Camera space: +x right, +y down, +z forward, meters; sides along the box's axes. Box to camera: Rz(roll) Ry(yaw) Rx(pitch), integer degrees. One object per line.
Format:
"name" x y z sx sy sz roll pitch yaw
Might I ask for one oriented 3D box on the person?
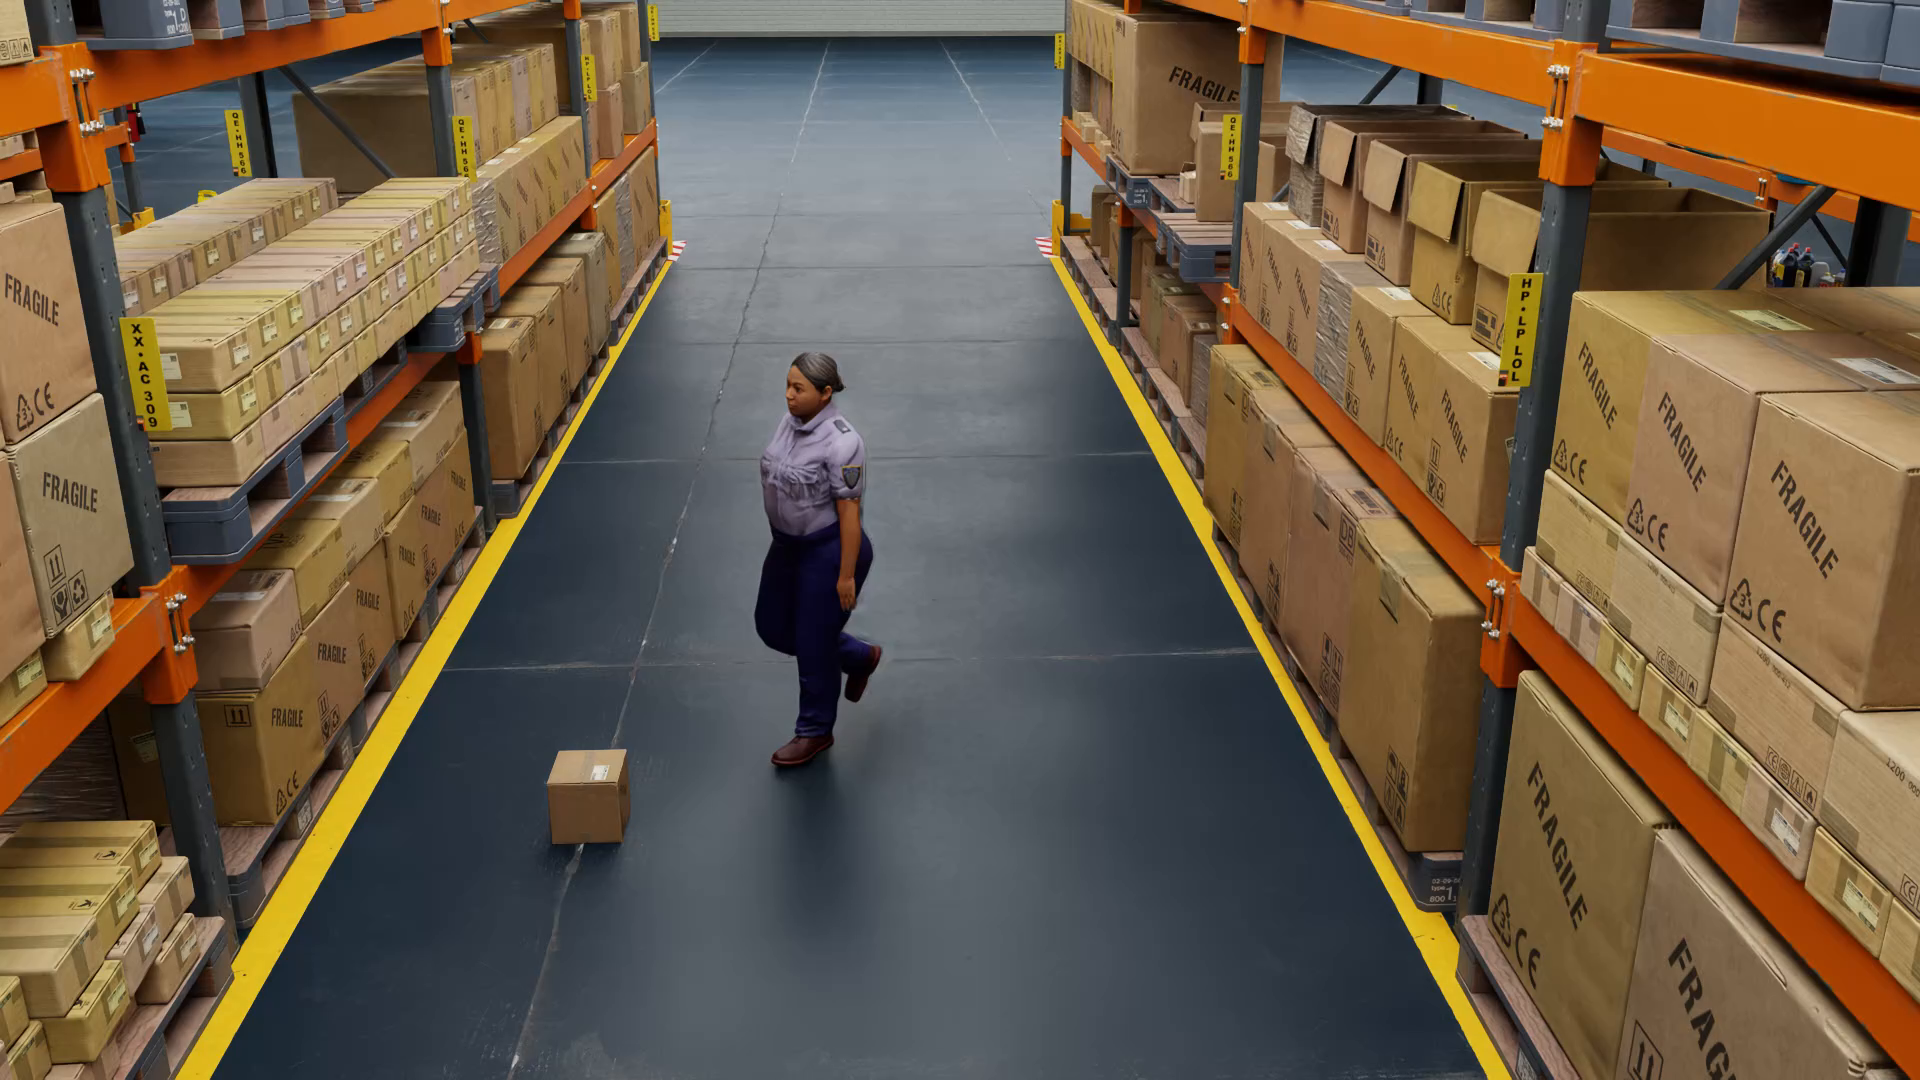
"person" -0.521 0.053 6.433 0.606 1.619 0.523 -16 26 -37
